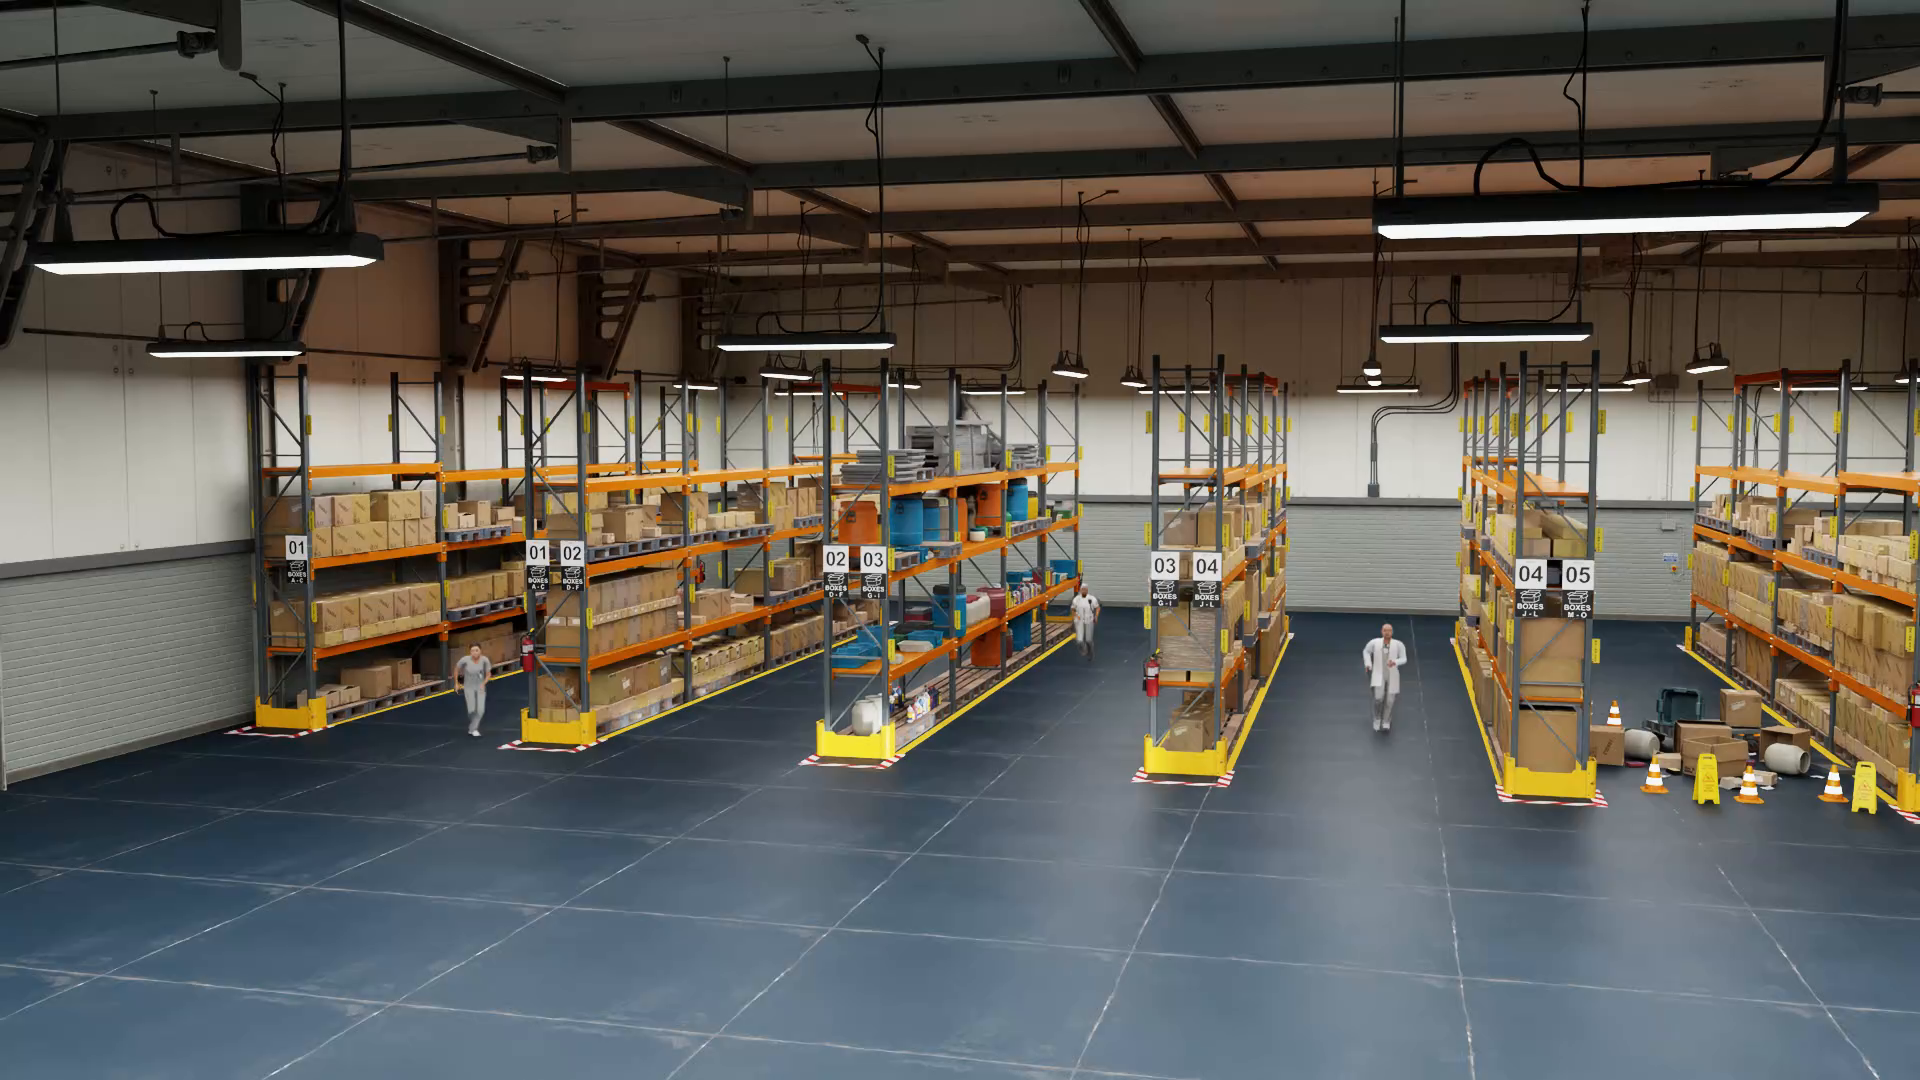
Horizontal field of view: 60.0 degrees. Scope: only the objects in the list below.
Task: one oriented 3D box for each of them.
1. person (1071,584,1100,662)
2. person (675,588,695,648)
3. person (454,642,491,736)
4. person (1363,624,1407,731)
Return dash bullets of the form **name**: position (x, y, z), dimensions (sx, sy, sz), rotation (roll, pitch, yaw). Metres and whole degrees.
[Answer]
- **person**: position (2.561, 1.706, 34.129), dimensions (0.600, 1.624, 0.534), rotation (1, 4, 10)
- **person**: position (-5.730, 1.808, 34.748), dimensions (0.697, 1.680, 1.007), rotation (1, 4, 16)
- **person**: position (-7.818, 2.389, 26.697), dimensions (0.569, 1.551, 0.704), rotation (-1, 4, -20)
- **person**: position (6.929, 2.292, 27.111), dimensions (0.684, 1.672, 0.728), rotation (1, 4, 12)
